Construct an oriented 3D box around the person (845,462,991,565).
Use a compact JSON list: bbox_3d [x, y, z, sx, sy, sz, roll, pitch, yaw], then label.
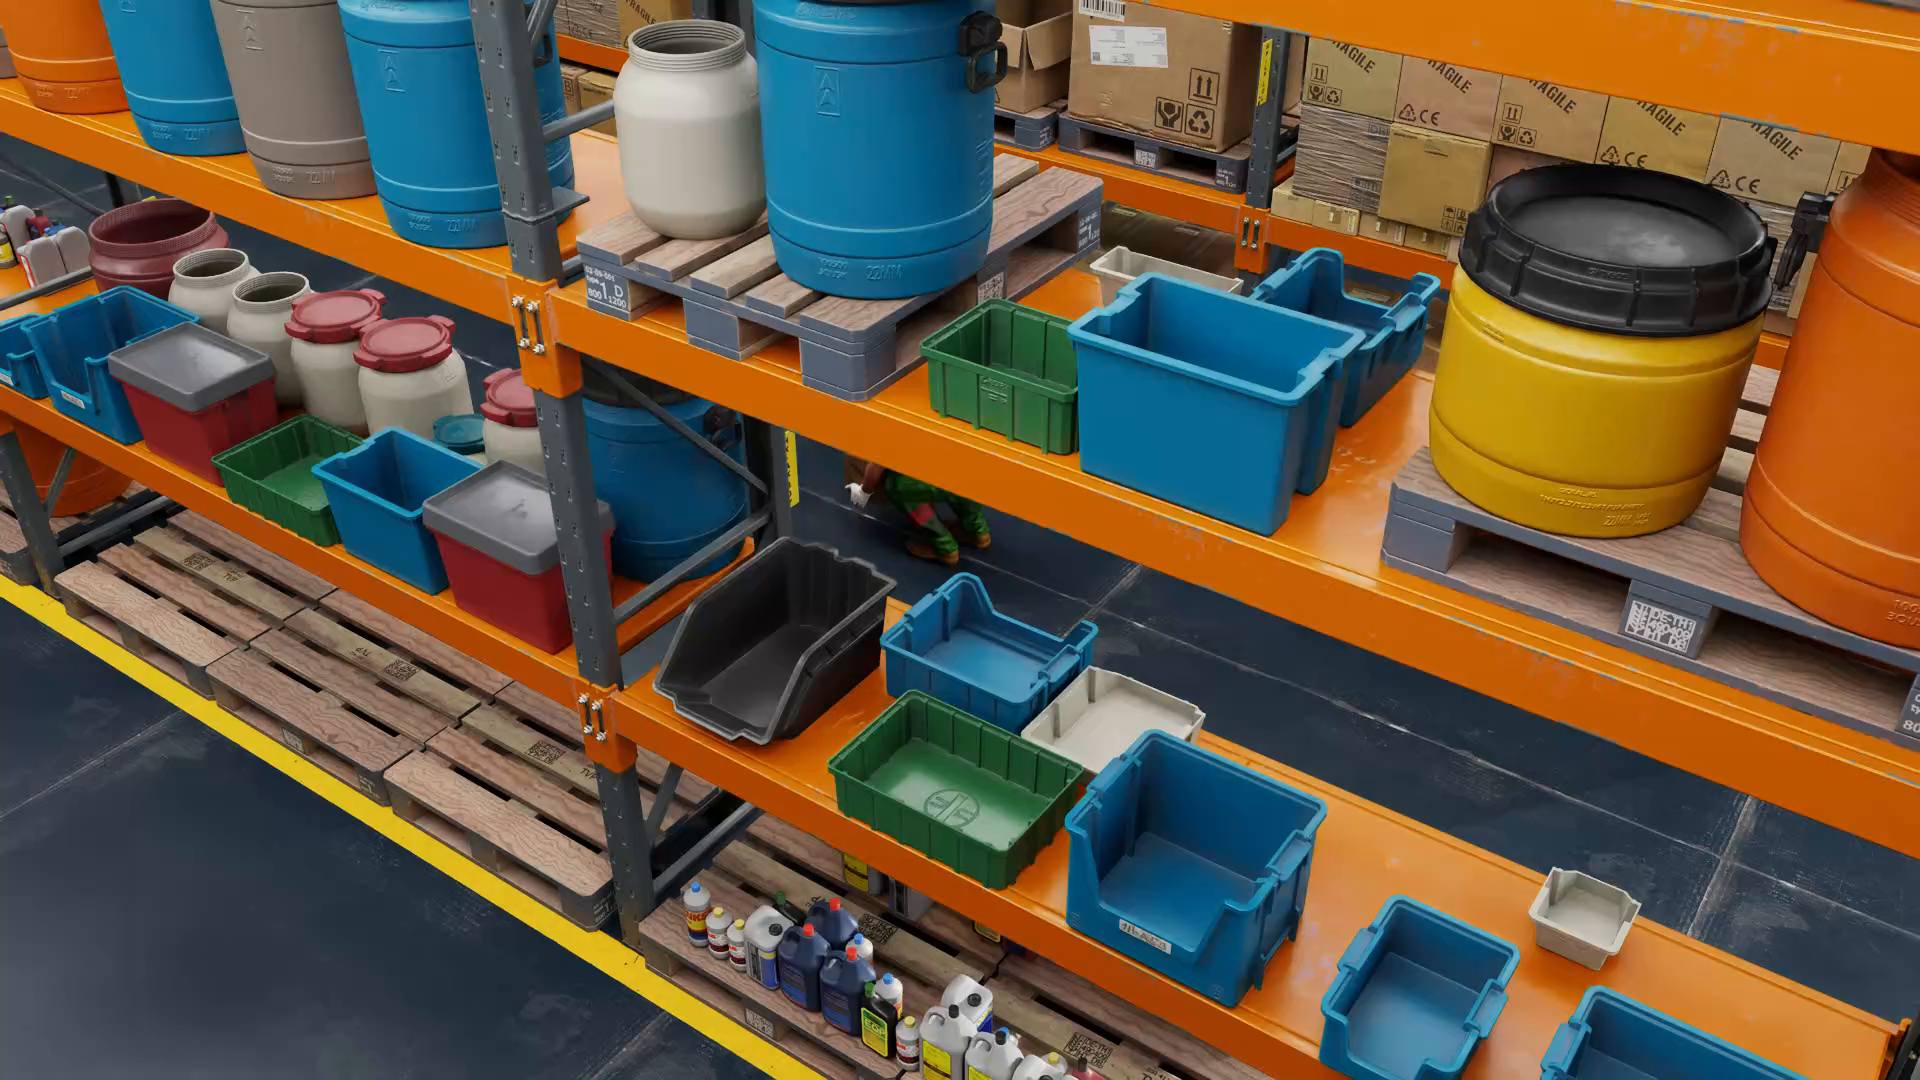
[{"bbox_3d":[-0.155,-0.399,8.421,0.904,0.993,0.536,20,39,27],"label":"person"}]
